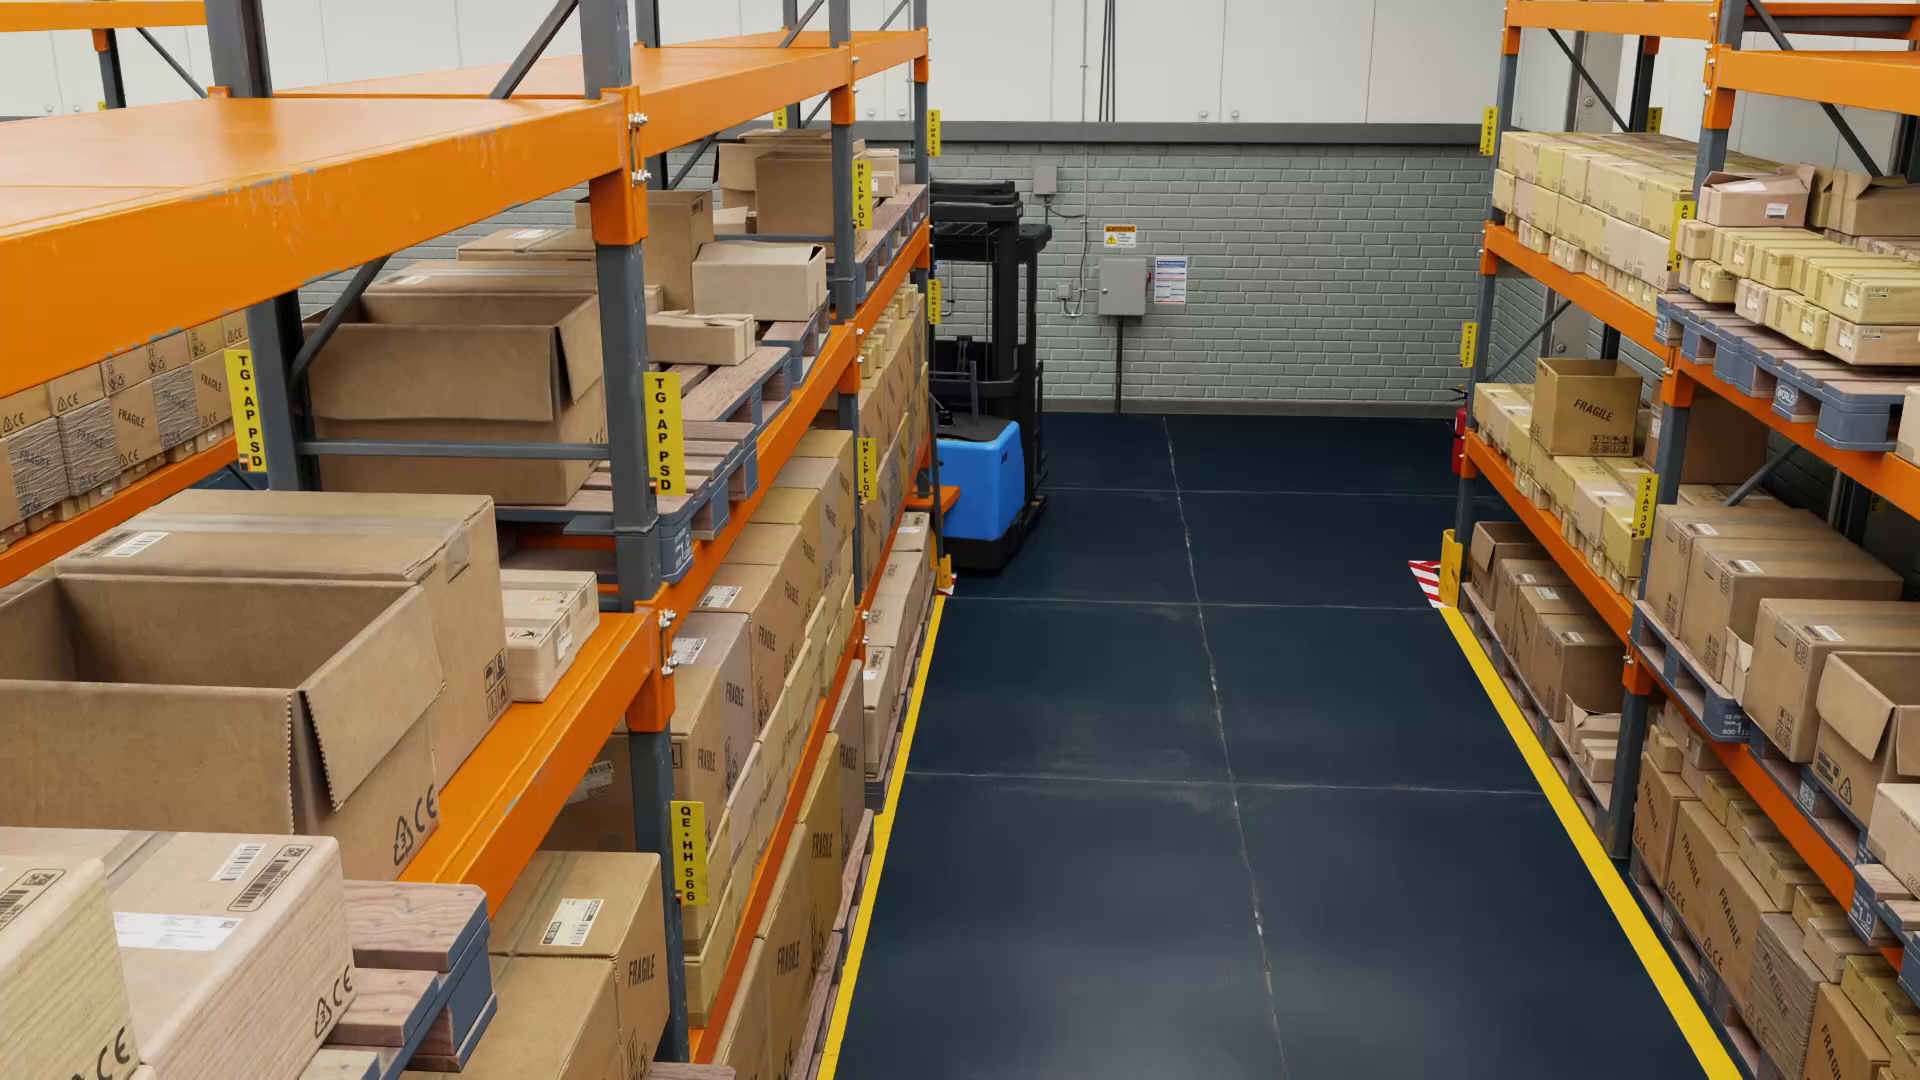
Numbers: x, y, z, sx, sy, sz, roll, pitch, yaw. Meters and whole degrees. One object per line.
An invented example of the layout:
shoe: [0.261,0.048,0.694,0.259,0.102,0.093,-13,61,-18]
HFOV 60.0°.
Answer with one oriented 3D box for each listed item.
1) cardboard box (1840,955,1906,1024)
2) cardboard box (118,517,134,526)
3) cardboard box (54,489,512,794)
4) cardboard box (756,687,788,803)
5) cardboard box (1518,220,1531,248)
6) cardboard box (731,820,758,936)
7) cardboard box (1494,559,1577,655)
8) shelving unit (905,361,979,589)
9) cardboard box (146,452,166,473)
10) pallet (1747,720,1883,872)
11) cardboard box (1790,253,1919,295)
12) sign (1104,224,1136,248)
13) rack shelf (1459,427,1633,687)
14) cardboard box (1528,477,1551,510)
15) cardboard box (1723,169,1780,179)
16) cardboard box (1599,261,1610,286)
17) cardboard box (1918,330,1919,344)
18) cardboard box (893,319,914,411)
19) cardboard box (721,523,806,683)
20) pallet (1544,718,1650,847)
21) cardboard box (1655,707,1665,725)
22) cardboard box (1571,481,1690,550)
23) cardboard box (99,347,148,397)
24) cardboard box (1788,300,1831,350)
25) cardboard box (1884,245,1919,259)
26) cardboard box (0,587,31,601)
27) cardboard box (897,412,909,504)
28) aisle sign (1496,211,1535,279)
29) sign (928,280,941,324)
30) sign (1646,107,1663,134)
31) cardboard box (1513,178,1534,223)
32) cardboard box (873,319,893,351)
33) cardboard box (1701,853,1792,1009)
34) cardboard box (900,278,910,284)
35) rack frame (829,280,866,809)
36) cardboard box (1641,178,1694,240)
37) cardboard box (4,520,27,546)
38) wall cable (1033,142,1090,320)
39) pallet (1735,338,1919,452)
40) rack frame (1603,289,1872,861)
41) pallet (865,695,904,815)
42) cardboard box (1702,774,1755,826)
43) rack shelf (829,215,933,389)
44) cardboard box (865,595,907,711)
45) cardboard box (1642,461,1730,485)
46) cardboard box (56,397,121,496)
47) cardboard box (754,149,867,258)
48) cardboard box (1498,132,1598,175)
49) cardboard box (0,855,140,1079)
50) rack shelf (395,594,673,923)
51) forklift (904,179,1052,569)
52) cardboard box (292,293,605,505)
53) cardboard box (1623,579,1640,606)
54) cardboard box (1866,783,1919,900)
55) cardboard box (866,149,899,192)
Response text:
cardboard box: [3.561,1.693,6.238,0.380,0.149,0.250,1,18,3]
cardboard box: [-5.953,-0.061,12.240,0.380,0.149,0.250,2,18,5]
cardboard box: [-1.384,0.208,3.493,0.700,0.500,0.500,1,18,4]
cardboard box: [-0.937,0.754,6.244,0.500,0.250,0.500,1,18,4]
cardboard box: [3.816,-1.964,10.686,0.380,0.149,0.250,2,18,5]
cardboard box: [-1.000,1.152,5.831,0.500,0.250,0.500,1,18,2]
cardboard box: [3.981,0.453,11.064,0.700,0.500,0.500,2,18,6]
shelving unit: [-0.233,-0.537,12.910,0.587,1.500,1.083,4,22,18]
cardboard box: [-5.598,-0.552,11.193,0.380,0.149,0.250,1,18,2]
pallet: [3.780,0.984,6.412,1.003,0.211,1.213,1,18,4]
cardboard box: [3.513,-1.034,6.534,0.380,0.149,0.250,2,18,5]
sign: [1.693,-3.215,17.592,0.339,0.242,0.001,1,18,4]
rack shelf: [4.076,-0.025,10.338,1.077,0.370,4.000,1,18,4]
cardboard box: [3.781,-0.292,10.399,0.380,0.149,0.250,2,18,5]
cardboard box: [4.273,-1.788,8.704,0.500,0.250,0.500,1,18,2]
cardboard box: [3.783,-1.488,9.233,0.380,0.149,0.250,2,18,6]
cardboard box: [3.468,-0.705,5.562,0.380,0.149,0.250,1,18,4]
cardboard box: [-0.576,-1.149,10.846,0.500,0.500,0.500,1,18,4]
cardboard box: [-0.908,0.245,6.591,0.500,0.500,0.500,2,18,5]
pallet: [3.982,1.366,9.415,1.003,0.211,1.213,1,18,4]
cardboard box: [4.215,1.132,9.294,0.500,0.311,0.500,2,18,6]
cardboard box: [3.747,-0.135,9.282,0.500,0.250,0.500,1,18,4]
cardboard box: [-5.561,-1.210,10.554,0.500,0.500,0.500,1,18,2]
cardboard box: [3.416,-0.819,6.357,0.380,0.149,0.250,2,18,5]
cardboard box: [3.994,-1.106,6.753,0.380,0.149,0.250,2,18,5]
cardboard box: [-6.177,0.415,10.788,0.380,0.149,0.250,1,18,2]
cardboard box: [-0.605,-0.513,10.512,0.500,0.500,0.500,2,18,6]
aisle sign: [3.931,-2.251,11.801,0.394,0.787,0.004,1,18,4]
sign: [-0.192,-1.744,12.189,0.100,0.325,0.005,1,18,4]
sign: [4.771,-2.816,11.460,0.100,0.325,0.005,1,18,4]
cardboard box: [3.899,-2.194,10.746,0.500,0.250,0.500,2,18,5]
cardboard box: [-0.609,-1.251,10.116,0.380,0.149,0.250,1,18,4]
cardboard box: [3.605,1.708,7.233,0.500,0.500,0.500,1,18,2]
cardboard box: [-0.552,-1.733,11.588,0.380,0.149,0.250,2,18,5]
rack frame: [-1.019,0.145,8.665,1.000,3.000,0.127,1,18,4]
cardboard box: [3.728,-1.641,8.257,0.500,0.250,0.500,1,18,4]
cardboard box: [-5.706,-0.062,9.698,0.380,0.149,0.250,0,18,1]
wall cable: [1.064,-3.304,17.559,0.588,1.984,0.122,1,18,4]
pallet: [3.744,-0.559,6.296,1.213,0.211,1.003,1,18,4]
rack frame: [3.932,0.254,8.330,1.000,3.000,0.127,1,18,4]
pallet: [-0.886,1.235,9.814,1.003,0.211,1.213,1,18,4]
cardboard box: [3.691,1.207,7.719,0.380,0.149,0.250,0,18,1]
rack shelf: [-0.876,-1.560,10.205,1.077,0.370,4.000,1,18,4]
cardboard box: [-0.803,0.692,10.435,0.875,0.438,0.875,1,18,2]
cardboard box: [4.305,-0.280,9.723,0.500,0.250,0.500,2,18,5]
cardboard box: [-5.576,-0.581,10.241,0.500,0.500,0.500,1,18,3]
cardboard box: [-0.767,-1.754,8.644,0.500,0.500,0.500,2,18,5]
cardboard box: [3.937,-2.589,11.150,0.500,0.250,0.500,1,18,3]
cardboard box: [-1.125,0.510,1.495,0.500,0.250,0.500,1,18,3]
rack shelf: [-1.449,0.924,2.623,1.077,0.370,4.000,1,18,4]
forklift: [0.147,-1.584,14.049,1.130,2.935,3.031,4,19,13]
cardboard box: [-1.429,-0.408,4.692,0.797,0.503,0.637,0,18,1]
cardboard box: [3.703,0.269,8.689,0.380,0.149,0.250,2,18,5]
cardboard box: [3.398,1.033,5.519,0.500,0.250,0.500,0,18,1]
cardboard box: [-0.675,-2.557,11.499,0.500,0.250,0.500,0,18,-1]
